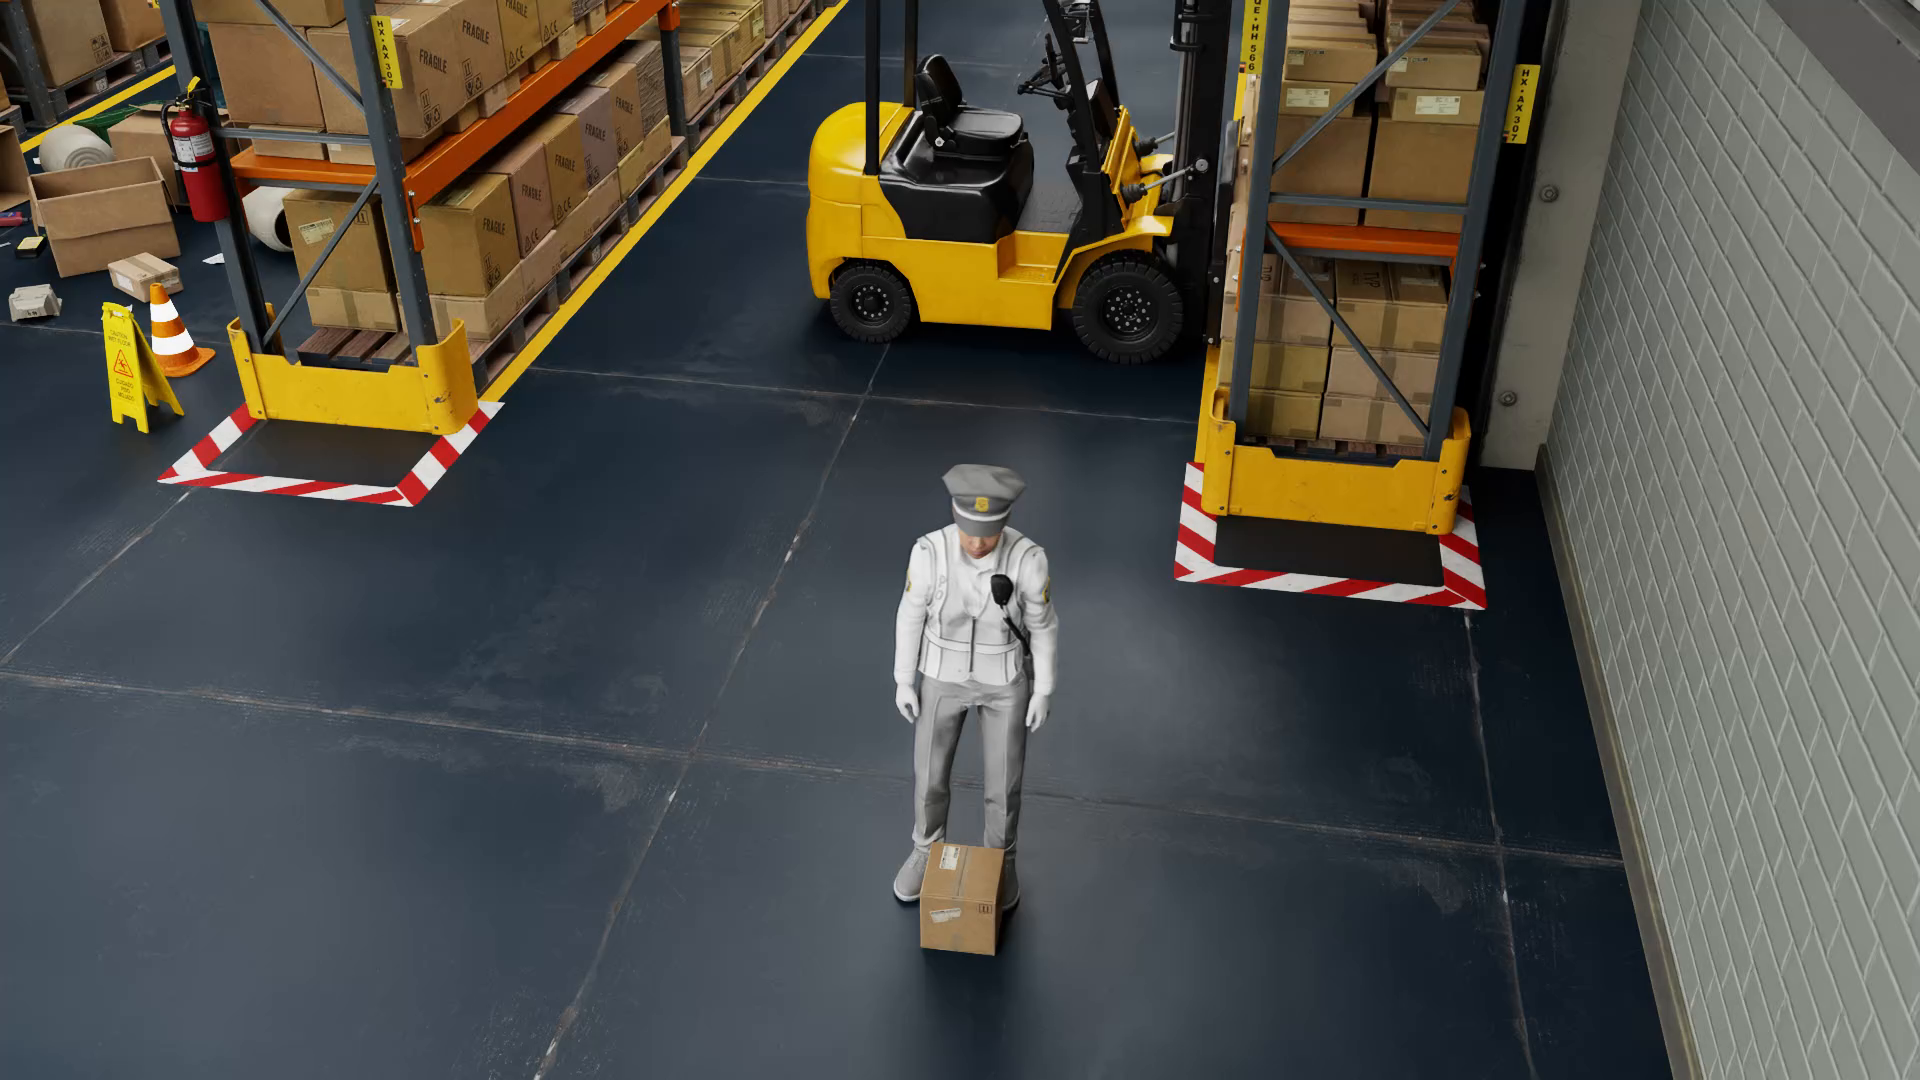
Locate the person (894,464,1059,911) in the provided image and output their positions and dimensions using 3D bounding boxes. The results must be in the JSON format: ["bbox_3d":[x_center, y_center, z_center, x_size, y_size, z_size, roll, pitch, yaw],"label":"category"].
[{"bbox_3d":[0.047,0.476,5.391,0.535,1.662,0.373,4,33,6],"label":"person"}]
